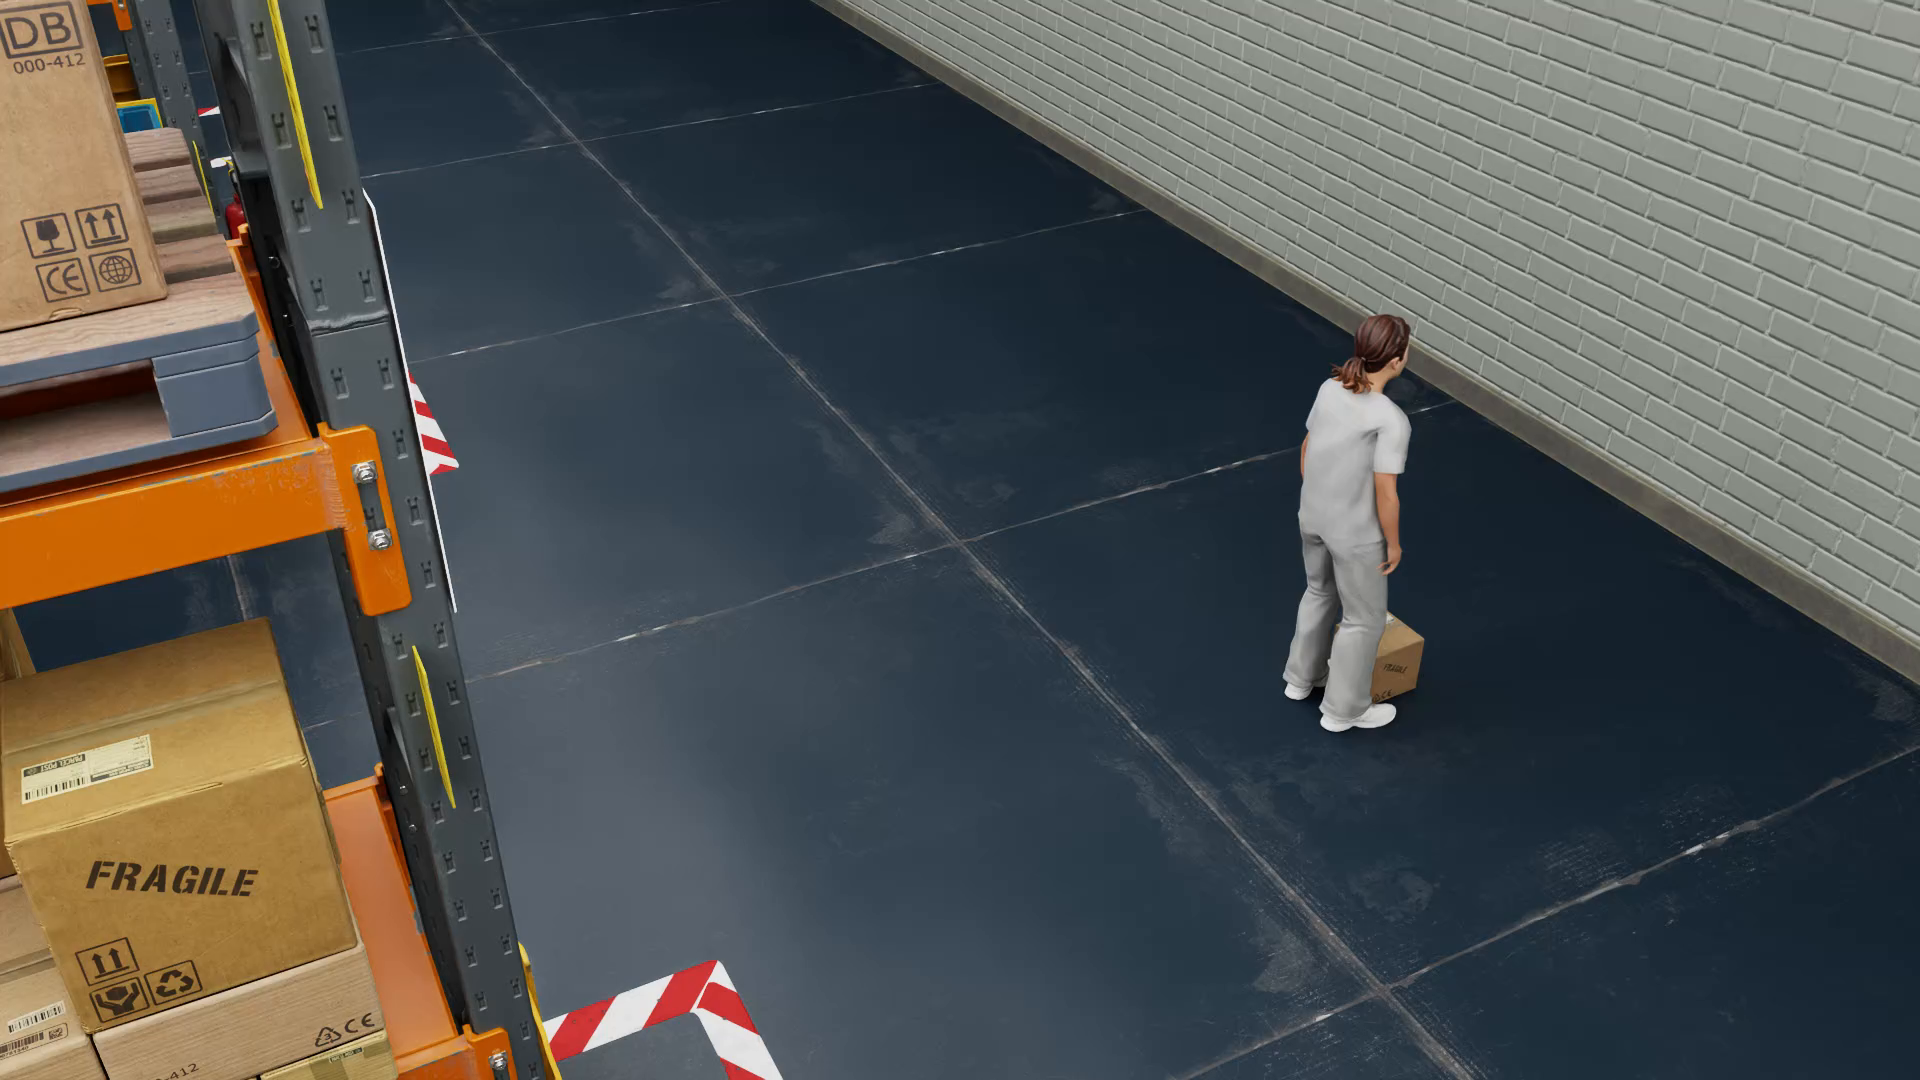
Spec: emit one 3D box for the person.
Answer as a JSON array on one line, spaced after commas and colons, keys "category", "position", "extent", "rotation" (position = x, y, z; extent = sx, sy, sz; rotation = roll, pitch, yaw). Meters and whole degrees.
[{"category": "person", "position": [1.465, -0.056, 6.228], "extent": [0.366, 1.671, 0.504], "rotation": [-18, 37, -25]}]
